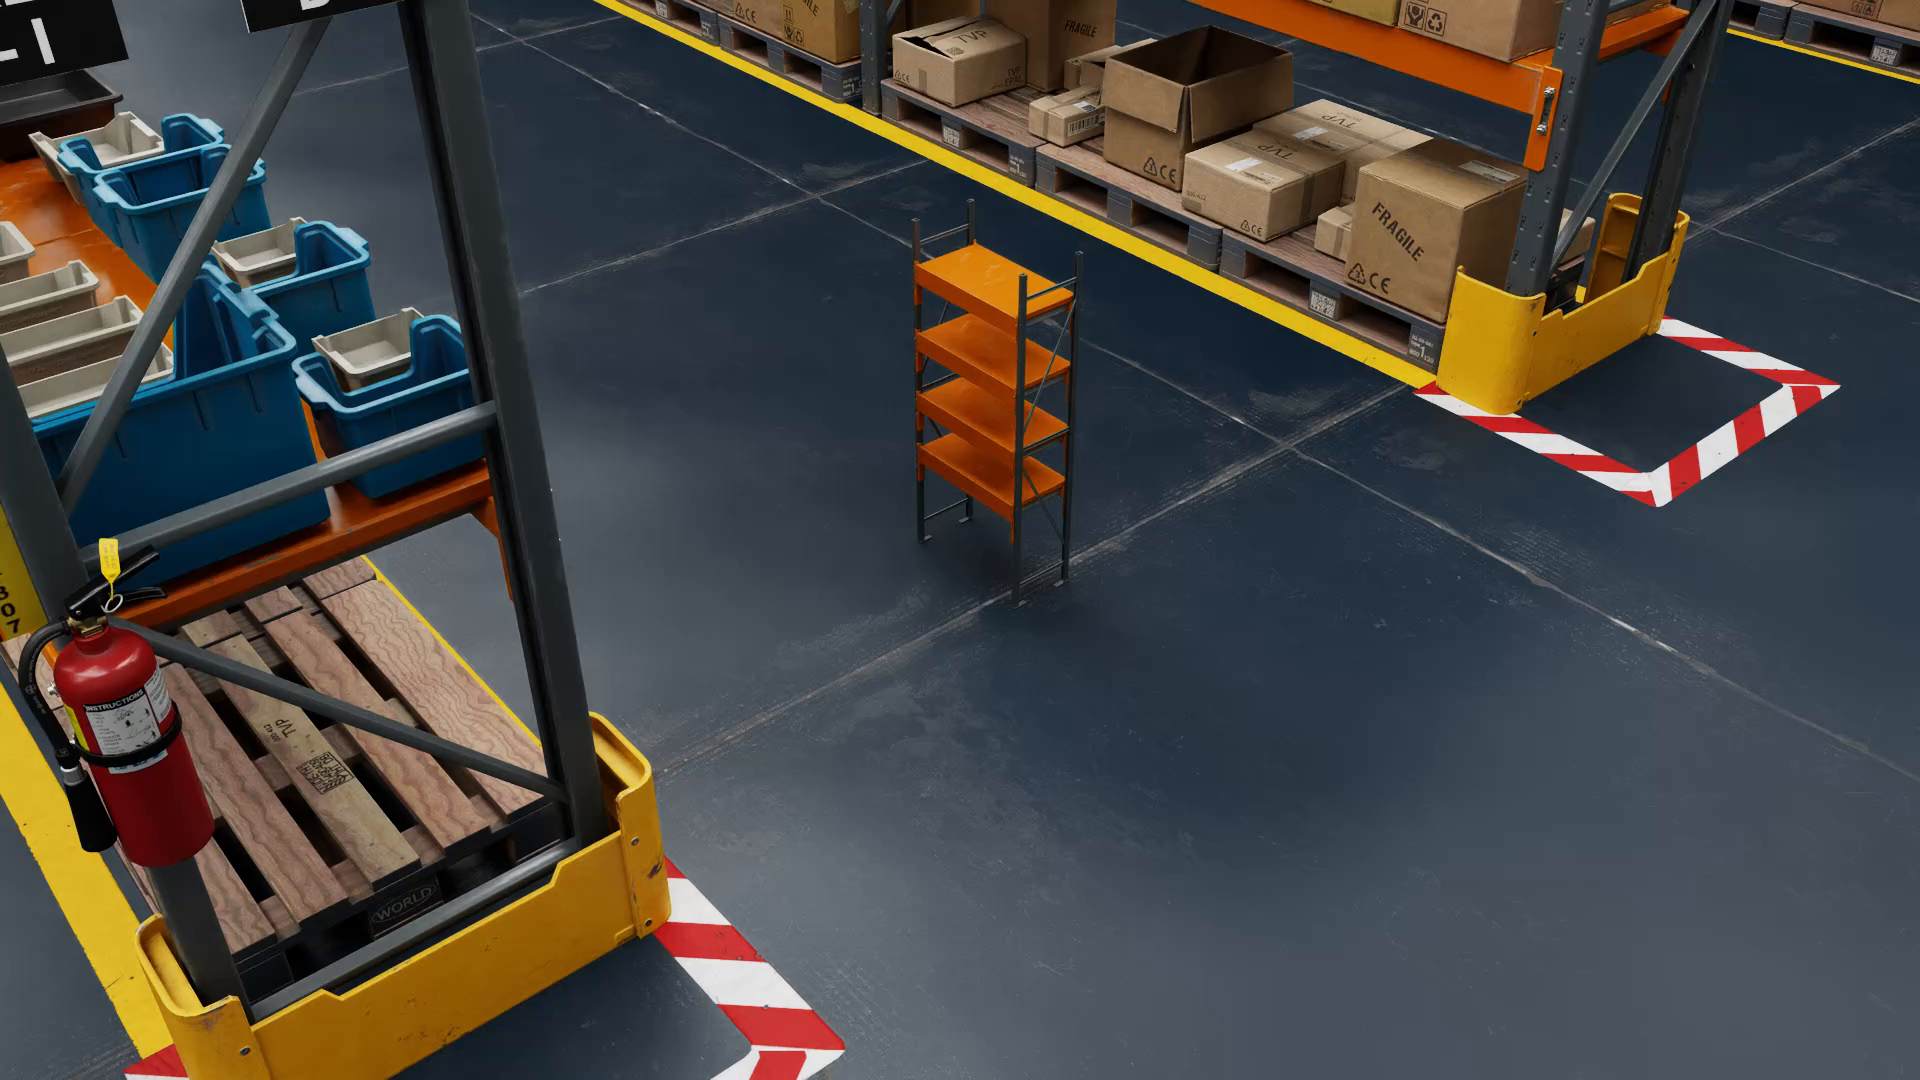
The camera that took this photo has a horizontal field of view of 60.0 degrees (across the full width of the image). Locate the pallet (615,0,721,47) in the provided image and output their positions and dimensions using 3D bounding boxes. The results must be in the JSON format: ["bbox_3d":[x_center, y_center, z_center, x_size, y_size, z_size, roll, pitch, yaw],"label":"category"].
[{"bbox_3d":[-1.454,-3.462,10.455,1.003,0.211,1.213,-26,43,-32],"label":"pallet"}]

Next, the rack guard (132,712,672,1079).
[{"bbox_3d":[-1.288,0.922,4.016,1.175,0.500,0.348,-26,43,-32],"label":"rack guard"}]

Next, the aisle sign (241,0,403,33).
[{"bbox_3d":[-1.040,-1.244,2.662,0.394,0.787,0.004,-26,43,-32],"label":"aisle sign"}]

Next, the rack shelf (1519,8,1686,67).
[{"bbox_3d":[1.182,-2.648,7.285,0.919,0.052,3.809,-26,43,-32],"label":"rack shelf"}]

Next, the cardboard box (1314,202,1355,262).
[{"bbox_3d":[1.741,-1.334,7.109,0.380,0.166,0.250,-26,43,-32],"label":"cardboard box"}]

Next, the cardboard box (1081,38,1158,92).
[{"bbox_3d":[0.960,-2.321,8.378,0.500,0.311,0.500,-26,43,-32],"label":"cardboard box"}]

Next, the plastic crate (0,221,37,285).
[{"bbox_3d":[-2.558,-0.684,4.297,0.298,0.136,0.250,-26,43,-32],"label":"plastic crate"}]

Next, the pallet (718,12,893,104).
[{"bbox_3d":[-0.663,-2.923,9.694,1.003,0.211,1.213,-26,43,-32],"label":"pallet"}]

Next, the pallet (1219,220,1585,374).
[{"bbox_3d":[-25.776,-11.246,13.843,28.867,8.999,54.027,-26,43,-32],"label":"pallet"}]

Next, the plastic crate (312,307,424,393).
[{"bbox_3d":[-1.365,-0.425,3.931,0.250,0.136,0.298,-26,43,-32],"label":"plastic crate"}]

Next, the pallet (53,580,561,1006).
[{"bbox_3d":[-1.816,0.655,4.642,1.003,0.211,1.213,-26,43,-32],"label":"pallet"}]

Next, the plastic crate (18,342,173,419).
[{"bbox_3d":[-1.978,-0.313,3.773,0.396,0.136,0.243,-26,43,-32],"label":"plastic crate"}]

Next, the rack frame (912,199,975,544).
[{"bbox_3d":[-0.051,-0.524,5.452,0.240,1.200,0.015,-26,43,-32],"label":"rack frame"}]

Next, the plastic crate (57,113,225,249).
[{"bbox_3d":[-2.265,-1.006,4.668,0.416,0.233,0.300,-26,43,-32],"label":"plastic crate"}]

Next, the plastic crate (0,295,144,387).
[{"bbox_3d":[-2.154,-0.447,3.962,0.396,0.136,0.243,-26,43,-32],"label":"plastic crate"}]

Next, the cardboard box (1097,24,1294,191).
[{"bbox_3d":[1.108,-2.049,7.827,0.797,0.503,0.637,-26,43,-32],"label":"cardboard box"}]

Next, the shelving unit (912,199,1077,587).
[{"bbox_3d":[0.105,-0.418,5.301,0.258,1.200,0.499,-26,43,-32],"label":"shelving unit"}]

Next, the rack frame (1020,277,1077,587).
[{"bbox_3d":[0.264,-0.309,5.148,0.228,1.046,0.006,-26,43,-32],"label":"rack frame"}]

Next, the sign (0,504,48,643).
[{"bbox_3d":[-1.724,0.042,2.955,0.100,0.325,0.005,-26,43,-32],"label":"sign"}]

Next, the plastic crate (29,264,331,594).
[{"bbox_3d":[-1.673,-0.221,3.384,0.616,0.435,0.499,-26,43,-32],"label":"plastic crate"}]

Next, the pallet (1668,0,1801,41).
[{"bbox_3d":[4.895,-3.523,10.542,1.003,0.211,1.213,-26,43,-32],"label":"pallet"}]

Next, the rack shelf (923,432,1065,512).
[{"bbox_3d":[0.107,-0.232,5.431,0.221,0.050,0.457,-26,43,-32],"label":"rack shelf"}]

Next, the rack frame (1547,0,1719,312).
[{"bbox_3d":[2.475,-1.951,5.910,0.949,2.616,0.053,-26,43,-32],"label":"rack frame"}]

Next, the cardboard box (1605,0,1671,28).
[{"bbox_3d":[2.388,-2.285,6.294,0.500,0.500,0.500,-25,42,-31],"label":"cardboard box"}]

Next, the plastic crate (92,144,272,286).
[{"bbox_3d":[-2.071,-0.873,4.481,0.416,0.233,0.300,-26,43,-32],"label":"plastic crate"}]

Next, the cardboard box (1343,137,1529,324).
[{"bbox_3d":[1.933,-1.257,6.712,0.500,0.500,0.500,-26,43,-32],"label":"cardboard box"}]

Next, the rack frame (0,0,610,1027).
[{"bbox_3d":[-1.314,-0.104,3.302,1.000,3.000,0.127,-26,43,-32],"label":"rack frame"}]

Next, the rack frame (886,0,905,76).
[{"bbox_3d":[-0.106,-3.717,8.403,0.949,2.616,0.053,-26,43,-32],"label":"rack frame"}]

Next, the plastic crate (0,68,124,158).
[{"bbox_3d":[-2.968,-1.388,5.301,0.437,0.125,0.590,-26,43,-32],"label":"plastic crate"}]

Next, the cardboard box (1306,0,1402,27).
[{"bbox_3d":[1.638,-2.315,6.336,0.500,0.500,0.500,-26,43,-31],"label":"cardboard box"}]

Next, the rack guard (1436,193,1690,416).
[{"bbox_3d":[2.423,-0.963,6.678,1.175,0.500,0.348,-26,43,-32],"label":"rack guard"}]

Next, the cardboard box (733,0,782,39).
[{"bbox_3d":[-0.959,-3.208,9.466,0.500,0.500,0.500,-26,43,-32],"label":"cardboard box"}]

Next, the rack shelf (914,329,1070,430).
[{"bbox_3d":[0.107,-0.544,5.210,0.258,0.148,0.480,-26,43,-32],"label":"rack shelf"}]
